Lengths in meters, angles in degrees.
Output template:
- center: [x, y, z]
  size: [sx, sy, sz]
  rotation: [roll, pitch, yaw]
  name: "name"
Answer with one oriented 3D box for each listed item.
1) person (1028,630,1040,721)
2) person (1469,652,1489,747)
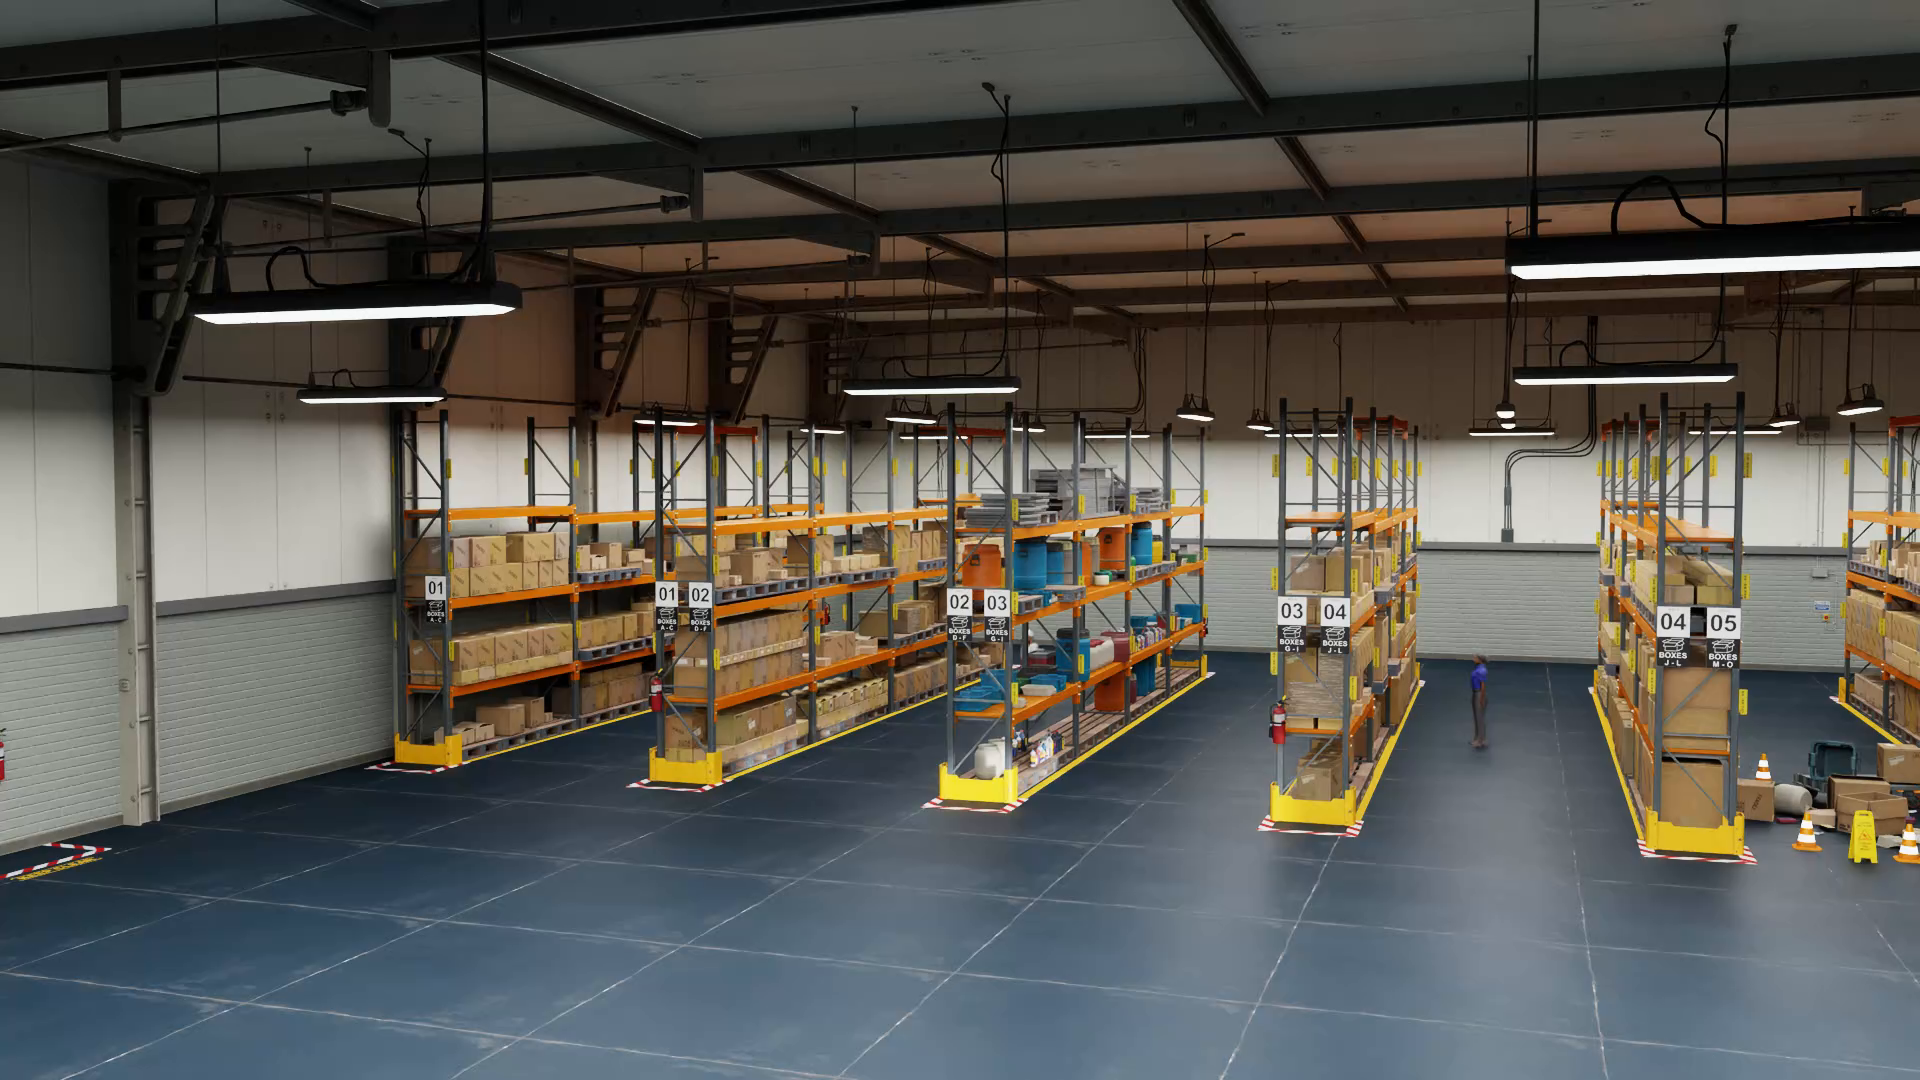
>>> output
- center: [1.417, 2.682, 33.212]
  size: [0.407, 1.780, 0.630]
  rotation: [0, 2, 4]
  name: "person"
- center: [9.399, 2.884, 30.183]
  size: [0.395, 1.676, 0.566]
  rotation: [0, 2, 4]
  name: "person"
